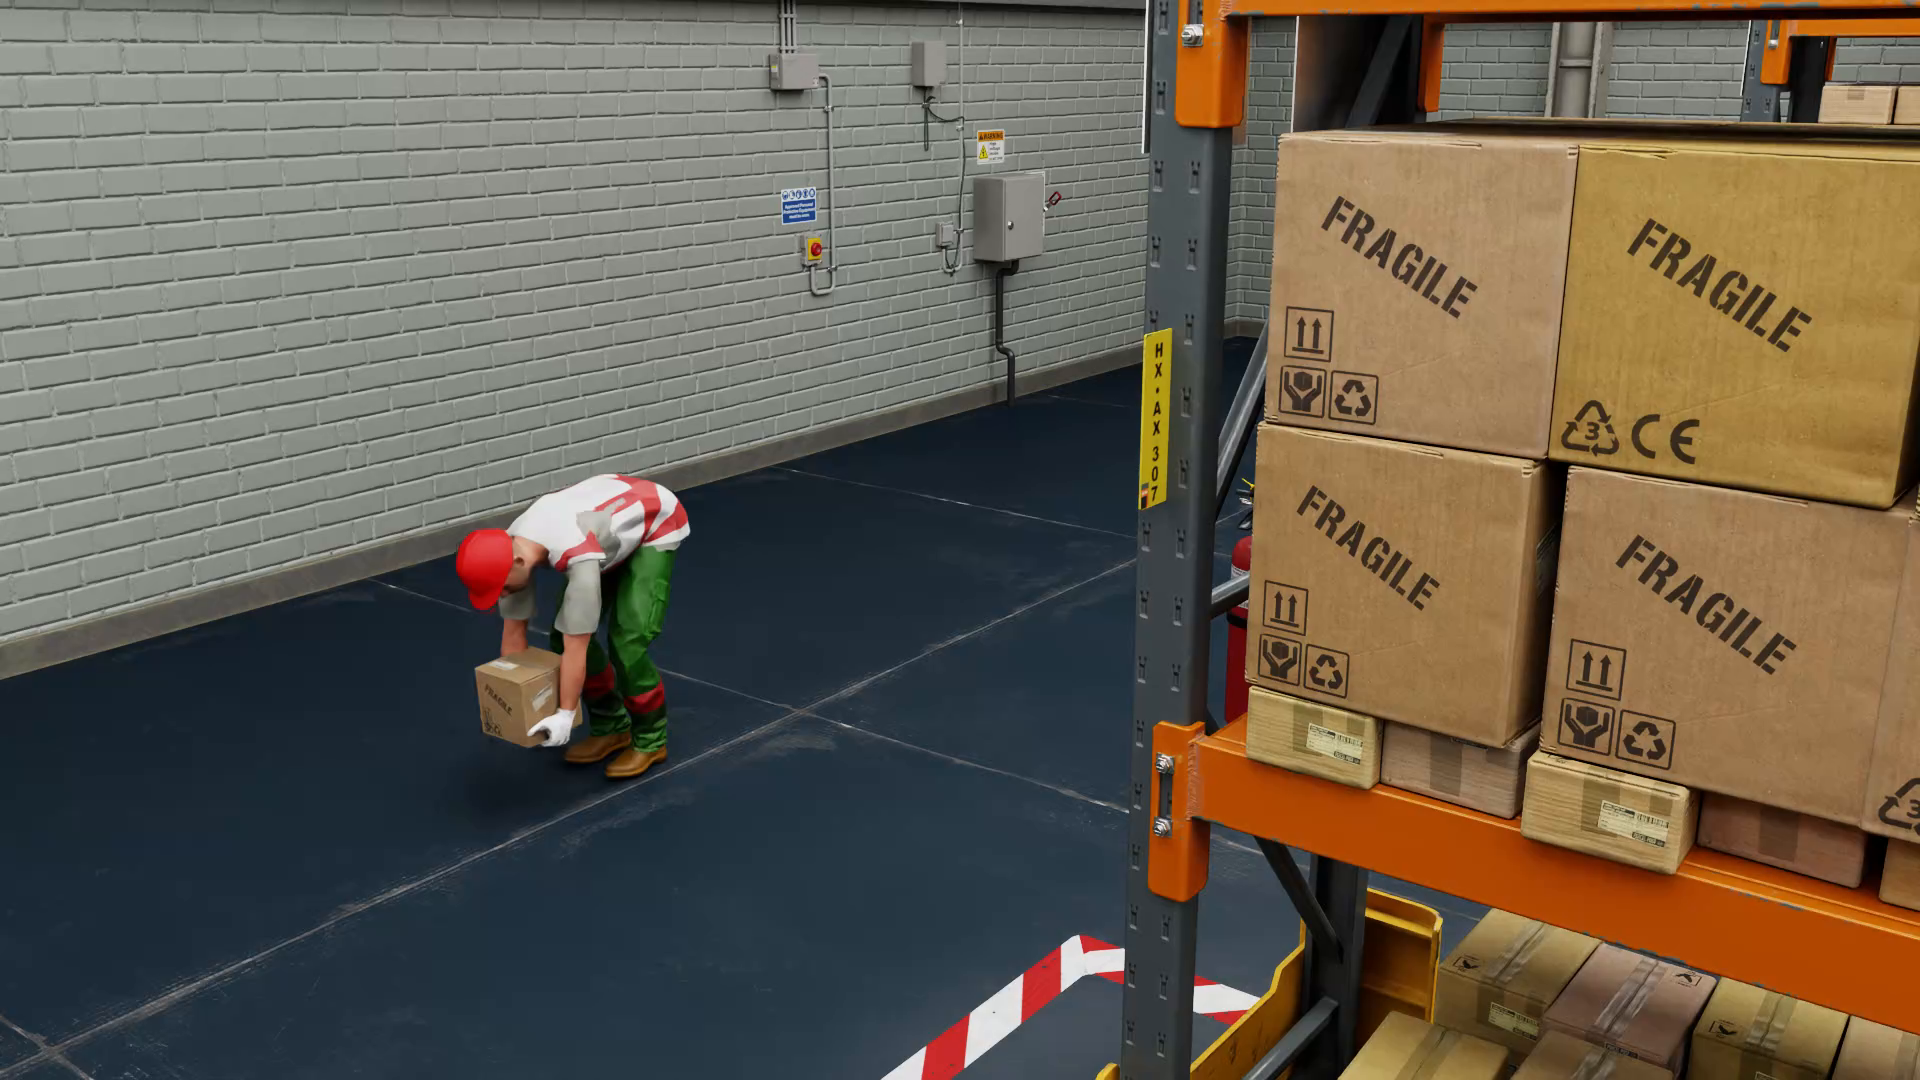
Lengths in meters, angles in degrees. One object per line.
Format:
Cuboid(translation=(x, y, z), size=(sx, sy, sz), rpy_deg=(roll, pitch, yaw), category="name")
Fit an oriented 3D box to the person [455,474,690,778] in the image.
Cuboid(translation=(-1.386, 0.351, 6.021), size=(0.492, 1.094, 0.965), rpy_deg=(11, 20, 33), category="person")
